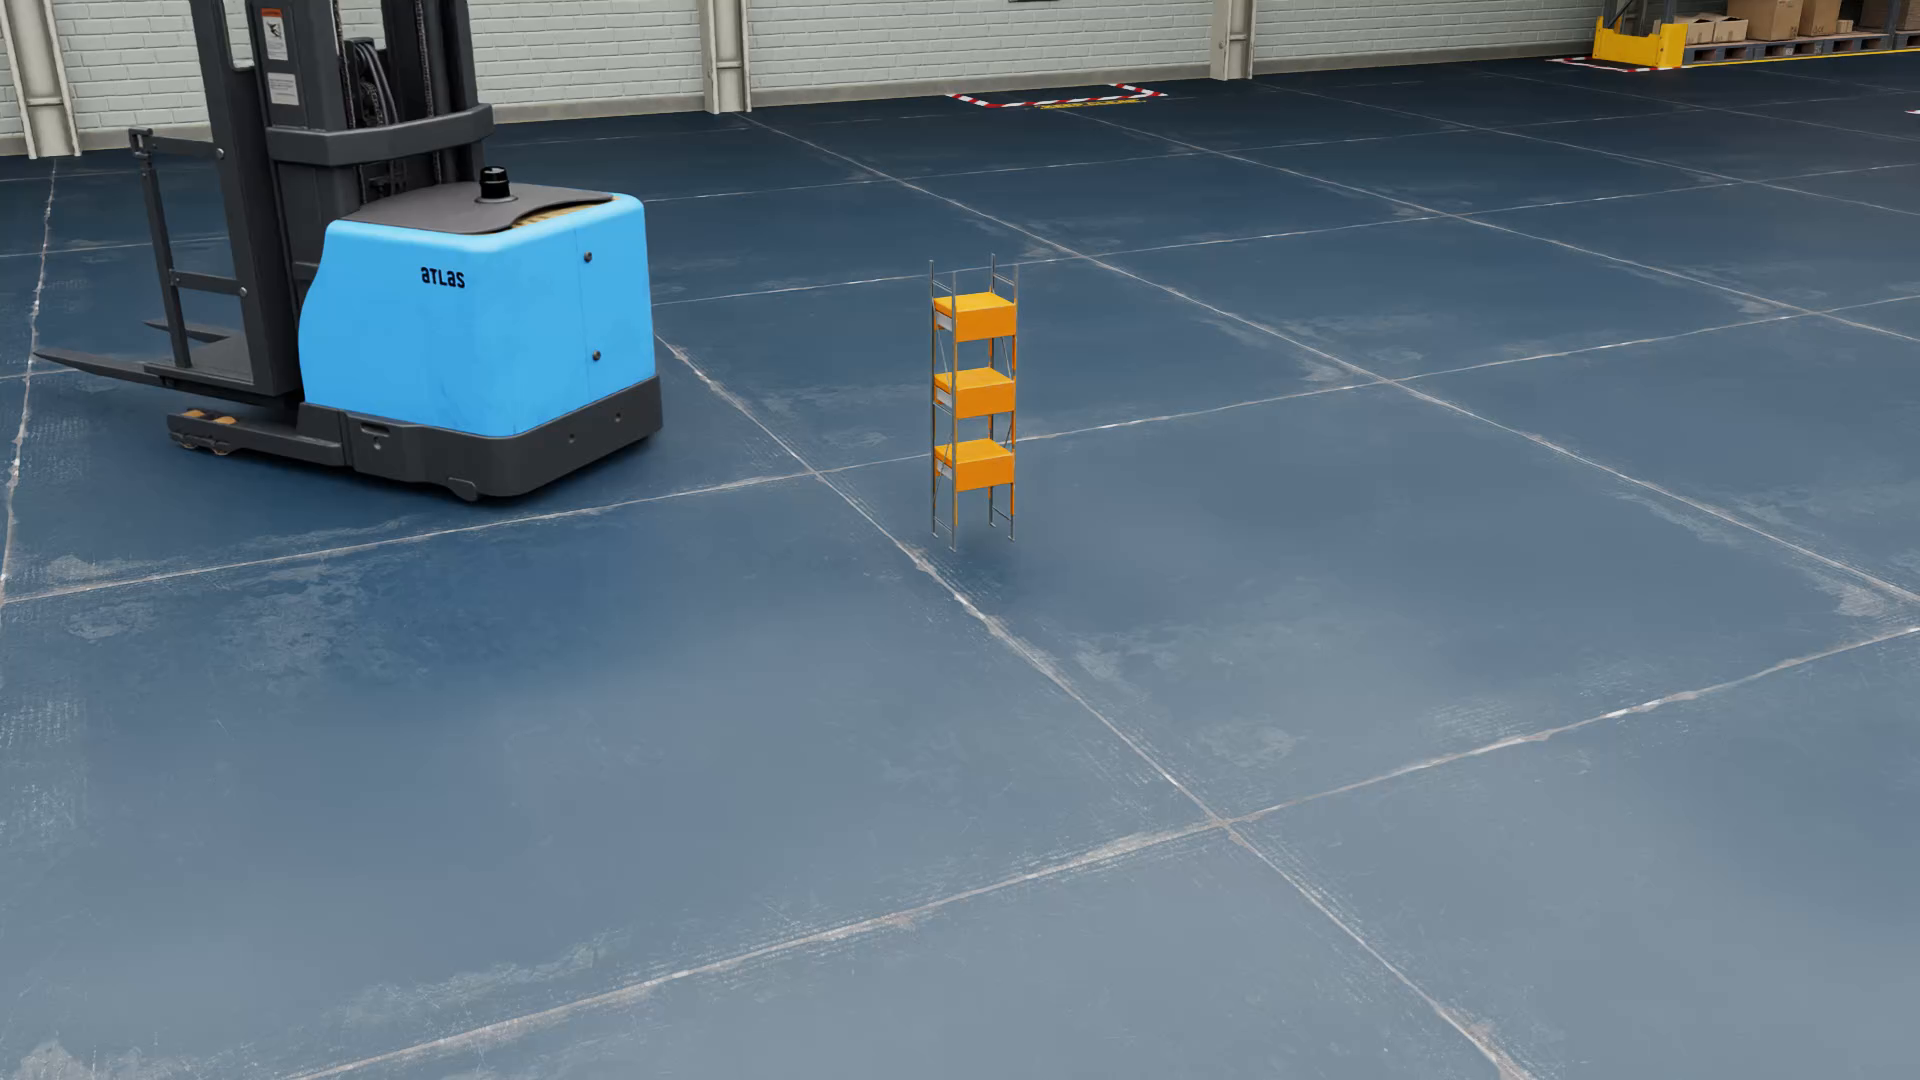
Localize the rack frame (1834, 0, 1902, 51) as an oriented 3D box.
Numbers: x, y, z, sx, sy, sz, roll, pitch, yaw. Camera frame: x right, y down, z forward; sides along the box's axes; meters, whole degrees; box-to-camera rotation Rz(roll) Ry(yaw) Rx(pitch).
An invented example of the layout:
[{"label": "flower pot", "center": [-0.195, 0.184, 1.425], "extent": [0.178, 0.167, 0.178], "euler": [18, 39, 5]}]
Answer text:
[{"label": "rack frame", "center": [11.845, -7.913, 21.445], "extent": [0.127, 3.000, 1.000], "euler": [-10, 25, -24]}]

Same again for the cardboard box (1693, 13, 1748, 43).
[{"label": "cardboard box", "center": [9.417, -6.389, 20.703], "extent": [0.500, 0.311, 0.500], "euler": [-8, 24, -19]}]

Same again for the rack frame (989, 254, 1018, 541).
[{"label": "rack frame", "center": [0.158, -0.514, 6.120], "extent": [0.008, 1.050, 0.200], "euler": [-10, 25, -24]}]

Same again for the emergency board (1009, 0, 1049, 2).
[{"label": "emergency board", "center": [0.831, -6.277, 17.492], "extent": [0.626, 1.169, 0.157], "euler": [-10, 25, -24]}]

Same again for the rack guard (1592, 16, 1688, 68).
[{"label": "rack guard", "center": [8.310, -6.107, 20.351], "extent": [0.348, 0.500, 1.175], "euler": [-10, 25, -24]}]

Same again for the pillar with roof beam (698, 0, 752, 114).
[{"label": "pillar with roof beam", "center": [-0.449, -6.962, 11.303], "extent": [0.400, 9.000, 9.100], "euler": [-10, 25, -24]}]

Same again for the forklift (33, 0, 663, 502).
[{"label": "forklift", "center": [-2.848, -1.882, 6.963], "extent": [3.031, 2.935, 1.130], "euler": [11, 25, 25]}]

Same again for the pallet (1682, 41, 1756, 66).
[{"label": "pallet", "center": [9.057, -6.096, 20.702], "extent": [1.213, 0.211, 1.003], "euler": [-10, 25, -24]}]

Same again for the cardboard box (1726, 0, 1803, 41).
[{"label": "cardboard box", "center": [10.100, -6.581, 20.919], "extent": [0.500, 0.500, 0.700], "euler": [-12, 25, -27]}]

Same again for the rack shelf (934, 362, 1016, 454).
[{"label": "rack shelf", "center": [0.048, -0.484, 6.075], "extent": [0.240, 0.259, 0.215], "euler": [-10, 25, -24]}]

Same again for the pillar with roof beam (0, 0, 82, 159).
[{"label": "pillar with roof beam", "center": [-5.855, -5.966, 8.898], "extent": [0.400, 9.000, 9.100], "euler": [-10, 25, -24]}]

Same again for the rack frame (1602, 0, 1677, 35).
[{"label": "rack frame", "center": [8.241, -7.250, 19.842], "extent": [0.127, 3.000, 1.000], "euler": [-10, 25, -24]}]

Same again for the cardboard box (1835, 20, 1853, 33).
[{"label": "cardboard box", "center": [11.376, -6.708, 21.663], "extent": [0.250, 0.166, 0.380], "euler": [-14, 26, -30]}]

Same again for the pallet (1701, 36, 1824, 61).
[{"label": "pallet", "center": [10.155, -6.297, 21.187], "extent": [1.213, 0.211, 1.003], "euler": [-10, 25, -24]}]

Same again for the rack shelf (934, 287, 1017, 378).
[{"label": "rack shelf", "center": [0.048, -0.746, 5.966], "extent": [0.240, 0.259, 0.215], "euler": [-10, 25, -24]}]

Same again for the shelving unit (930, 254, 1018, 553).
[{"label": "shelving unit", "center": [0.048, -0.494, 6.071], "extent": [0.252, 1.050, 0.215], "euler": [-10, 25, -24]}]

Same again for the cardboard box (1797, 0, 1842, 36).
[{"label": "cardboard box", "center": [10.928, -6.776, 21.390], "extent": [0.500, 0.500, 0.500], "euler": [-12, 26, -28]}]

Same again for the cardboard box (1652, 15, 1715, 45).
[{"label": "cardboard box", "center": [8.904, -6.294, 20.475], "extent": [0.500, 0.311, 0.500], "euler": [-14, 26, -30]}]

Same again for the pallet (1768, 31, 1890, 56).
[{"label": "pallet", "center": [11.256, -6.501, 21.680], "extent": [1.213, 0.211, 1.003], "euler": [-10, 25, -24]}]

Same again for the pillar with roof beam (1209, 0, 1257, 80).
[{"label": "pillar with roof beam", "center": [4.958, -7.957, 13.707], "extent": [0.400, 9.000, 9.100], "euler": [-10, 25, -24]}]

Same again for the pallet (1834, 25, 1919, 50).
[{"label": "pallet", "center": [12.546, -6.754, 22.292], "extent": [1.213, 0.211, 1.003], "euler": [-10, 25, -24]}]

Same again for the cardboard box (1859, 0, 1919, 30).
[{"label": "cardboard box", "center": [12.501, -7.089, 22.148], "extent": [0.500, 0.500, 0.700], "euler": [-10, 24, -22]}]

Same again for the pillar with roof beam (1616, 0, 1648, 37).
[{"label": "pillar with roof beam", "center": [10.364, -8.952, 16.111], "extent": [0.400, 9.000, 9.100], "euler": [-10, 25, -24]}]

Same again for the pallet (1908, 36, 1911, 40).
[{"label": "pallet", "center": [13.647, -6.958, 22.784], "extent": [1.213, 0.211, 1.003], "euler": [-10, 25, -24]}]

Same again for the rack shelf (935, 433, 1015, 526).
[{"label": "rack shelf", "center": [0.048, -0.227, 6.181], "extent": [0.240, 0.259, 0.215], "euler": [-10, 25, -24]}]

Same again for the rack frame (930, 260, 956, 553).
[{"label": "rack frame", "center": [-0.062, -0.474, 6.022], "extent": [0.008, 1.050, 0.200], "euler": [-10, 25, -24]}]
